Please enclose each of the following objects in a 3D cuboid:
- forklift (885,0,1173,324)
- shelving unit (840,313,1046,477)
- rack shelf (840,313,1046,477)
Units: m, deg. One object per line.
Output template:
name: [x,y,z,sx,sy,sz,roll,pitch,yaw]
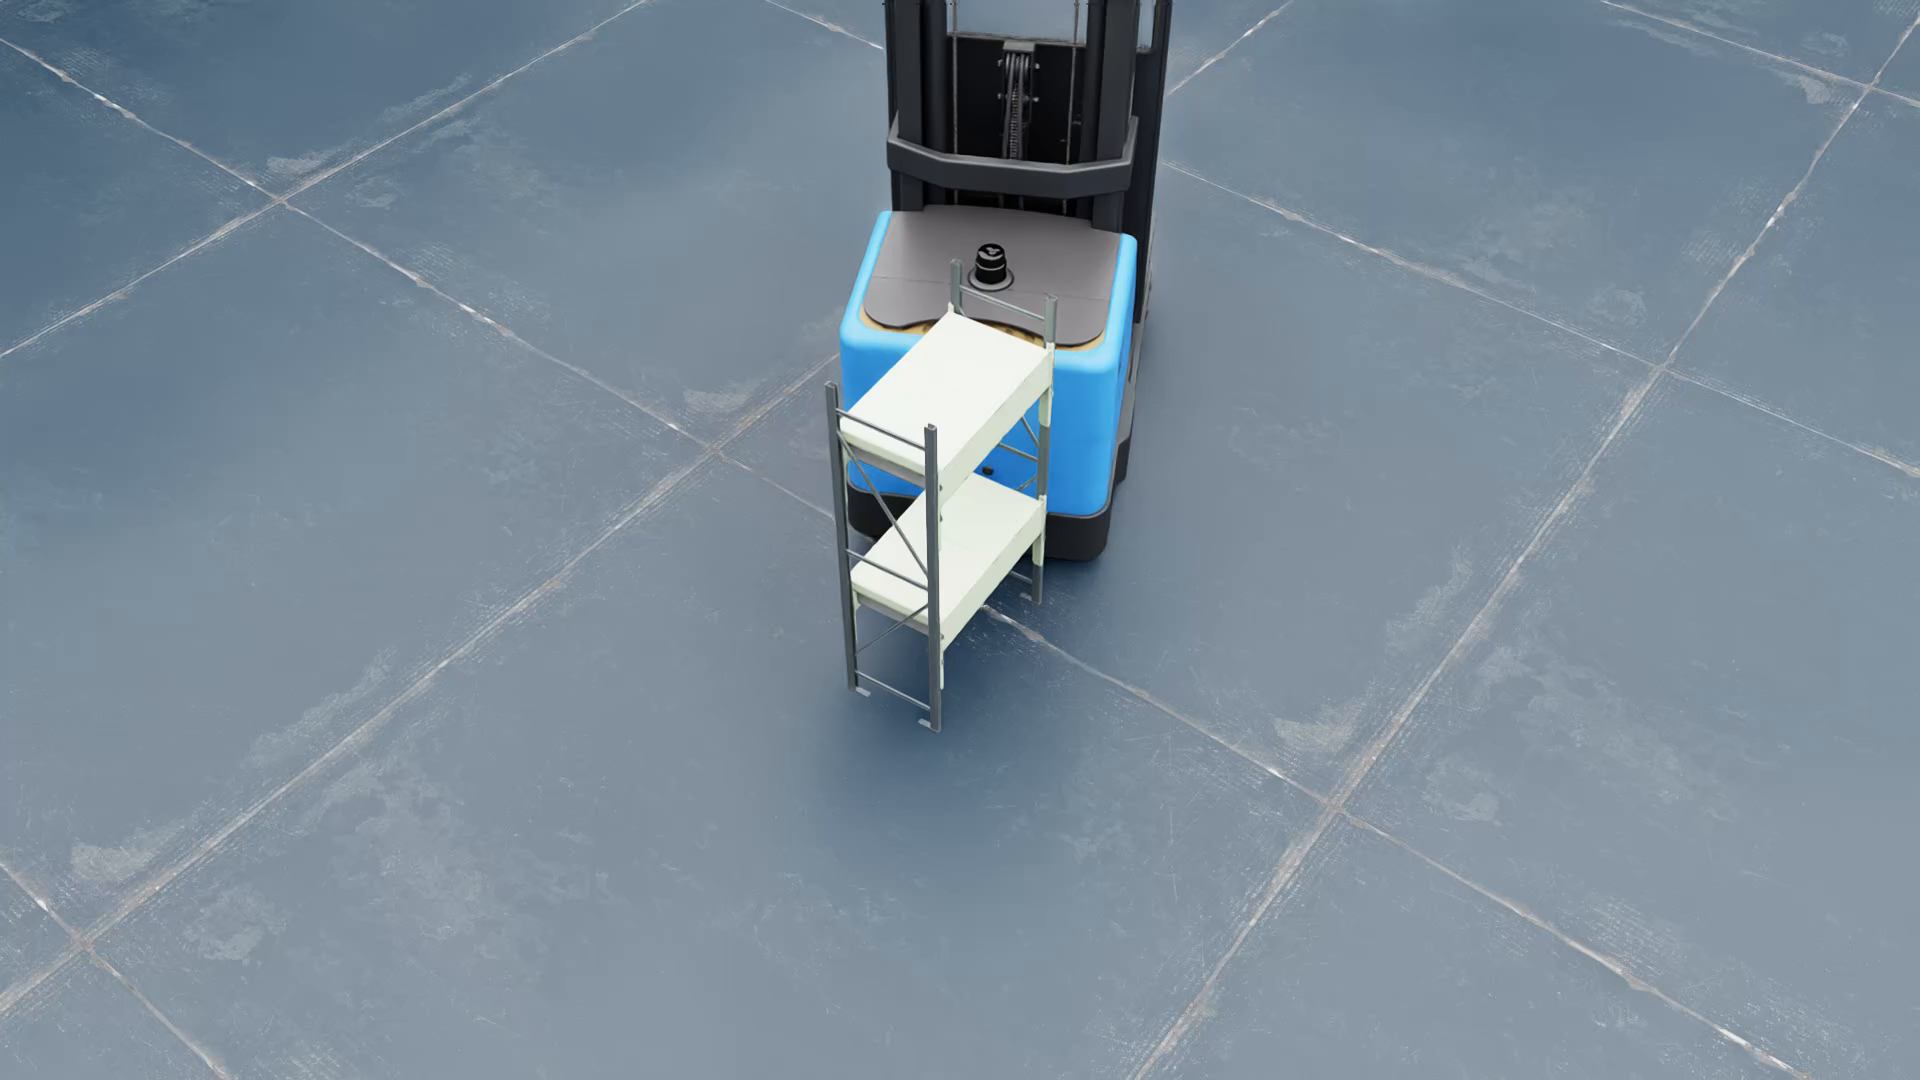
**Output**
forklift: [0.371,-2.251,7.010,1.118,2.733,2.170,7,47,7]
shelving unit: [-0.050,-0.480,5.447,0.368,0.052,0.686,24,51,21]
rack shelf: [-0.050,-0.480,5.447,0.368,0.052,0.686,24,51,21]
